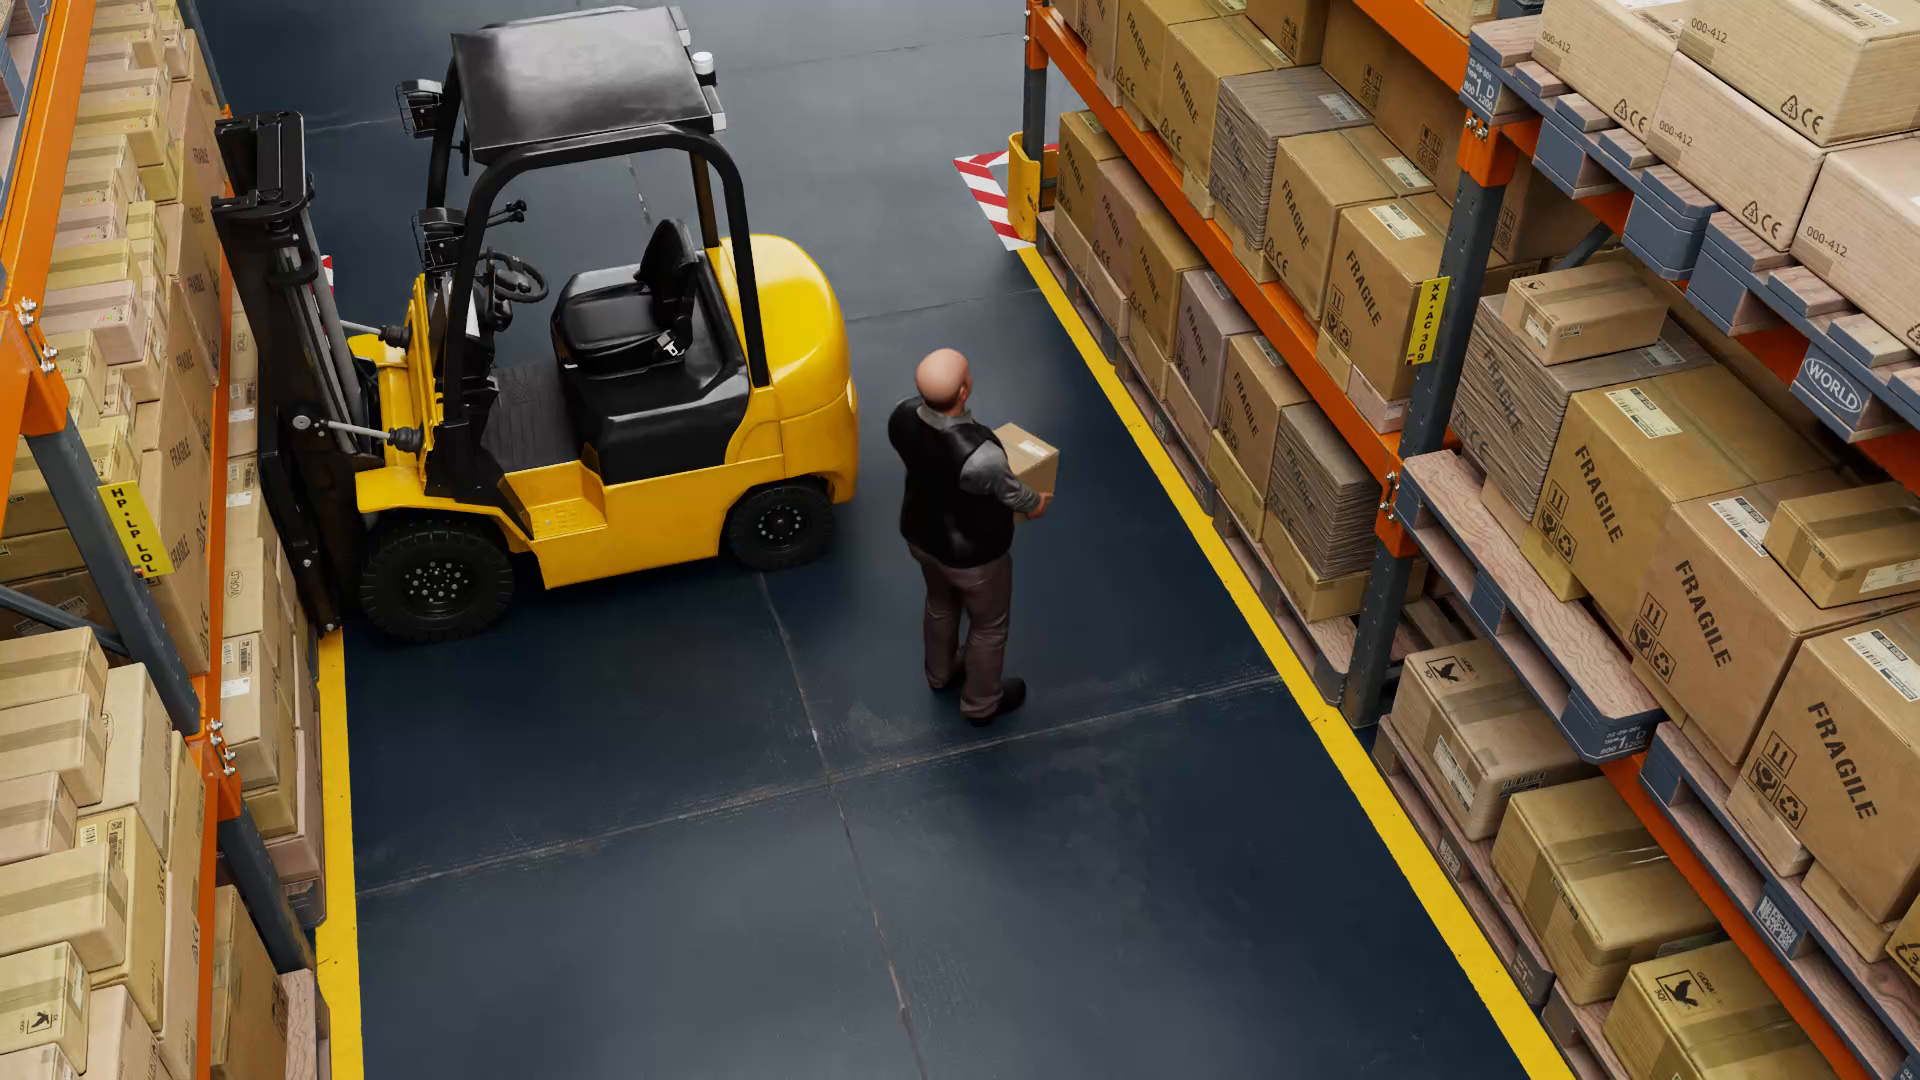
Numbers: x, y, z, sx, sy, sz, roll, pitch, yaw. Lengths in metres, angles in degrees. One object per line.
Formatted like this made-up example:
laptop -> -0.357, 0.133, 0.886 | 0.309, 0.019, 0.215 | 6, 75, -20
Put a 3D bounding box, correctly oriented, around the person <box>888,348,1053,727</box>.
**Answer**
person -> 0.050, -0.053, 6.237 | 0.500, 1.721, 0.555 | 32, 51, 31
